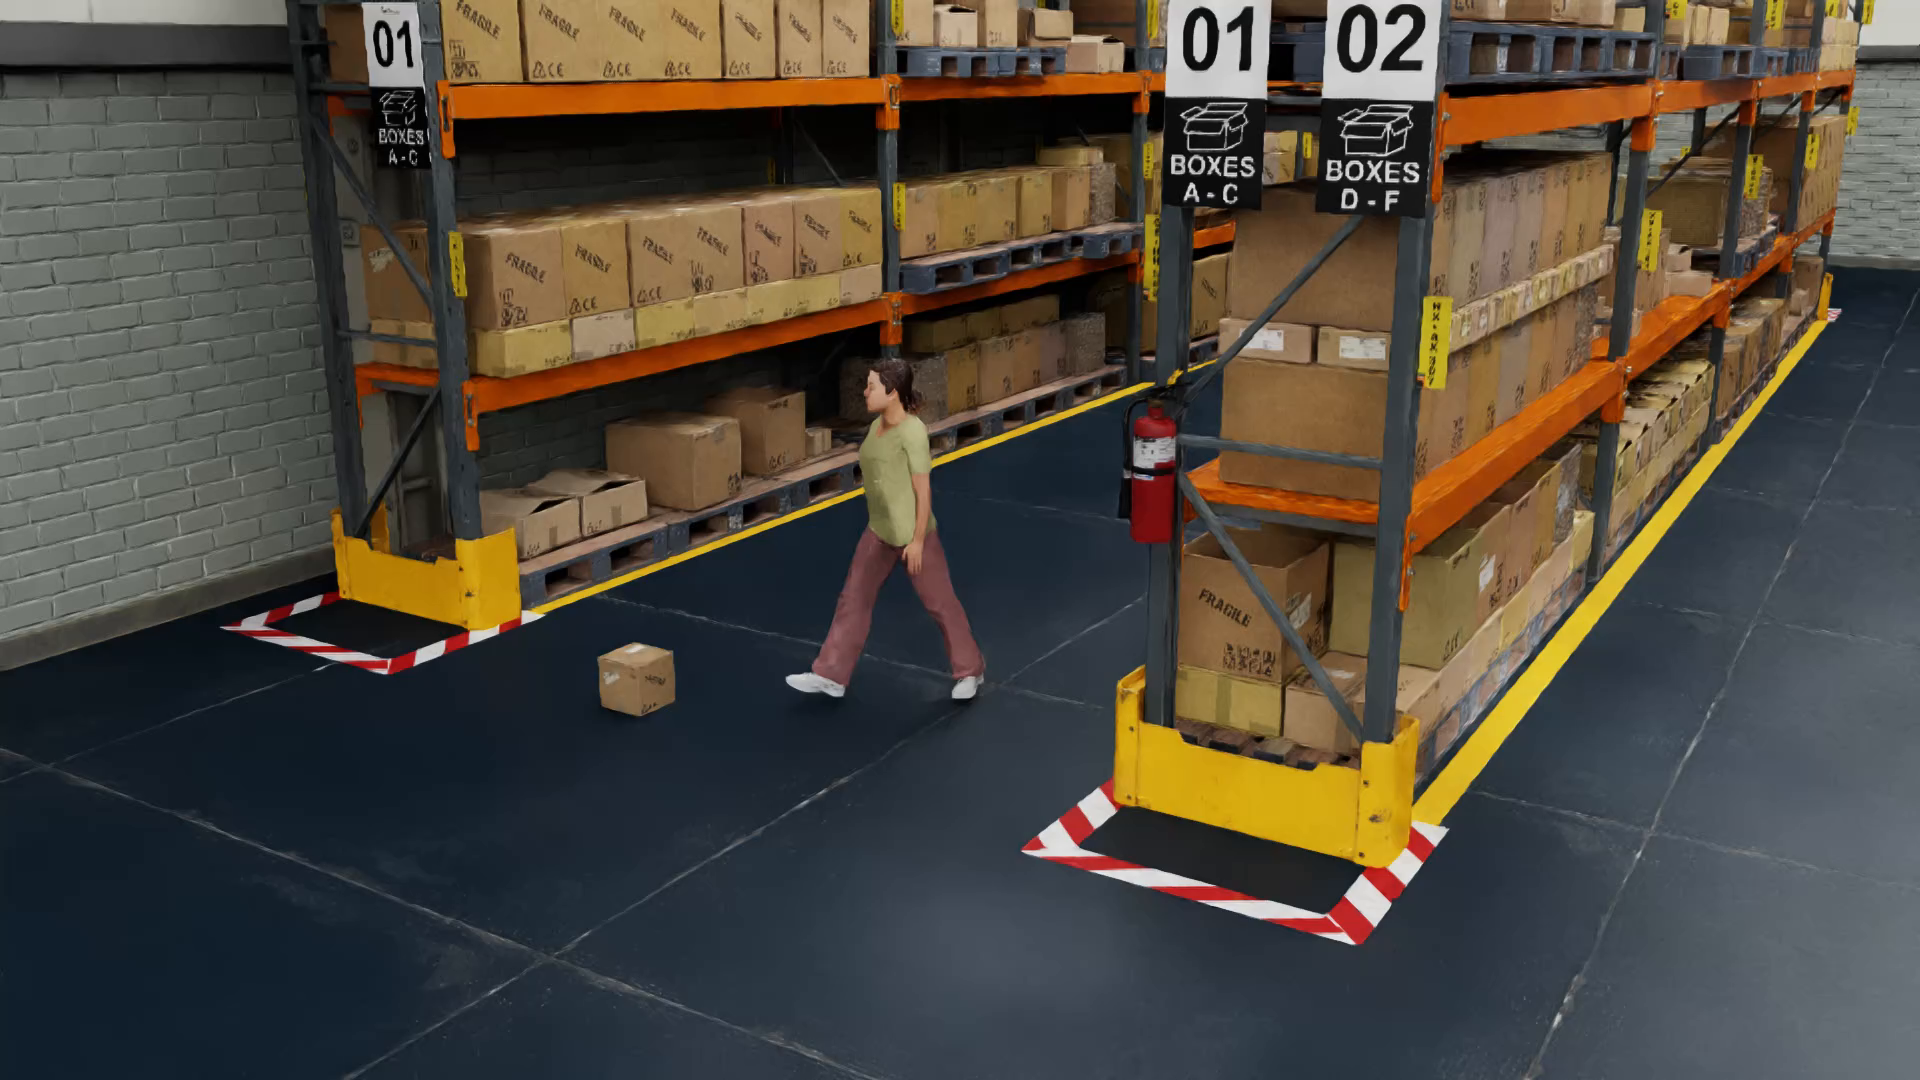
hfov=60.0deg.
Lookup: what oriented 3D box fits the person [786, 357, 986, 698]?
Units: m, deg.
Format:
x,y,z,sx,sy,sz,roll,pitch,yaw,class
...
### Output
x,y,z,sx,sy,sz,roll,pitch,yaw,class
-0.315,-0.034,7.663,0.900,1.627,0.541,-11,20,-33,person
